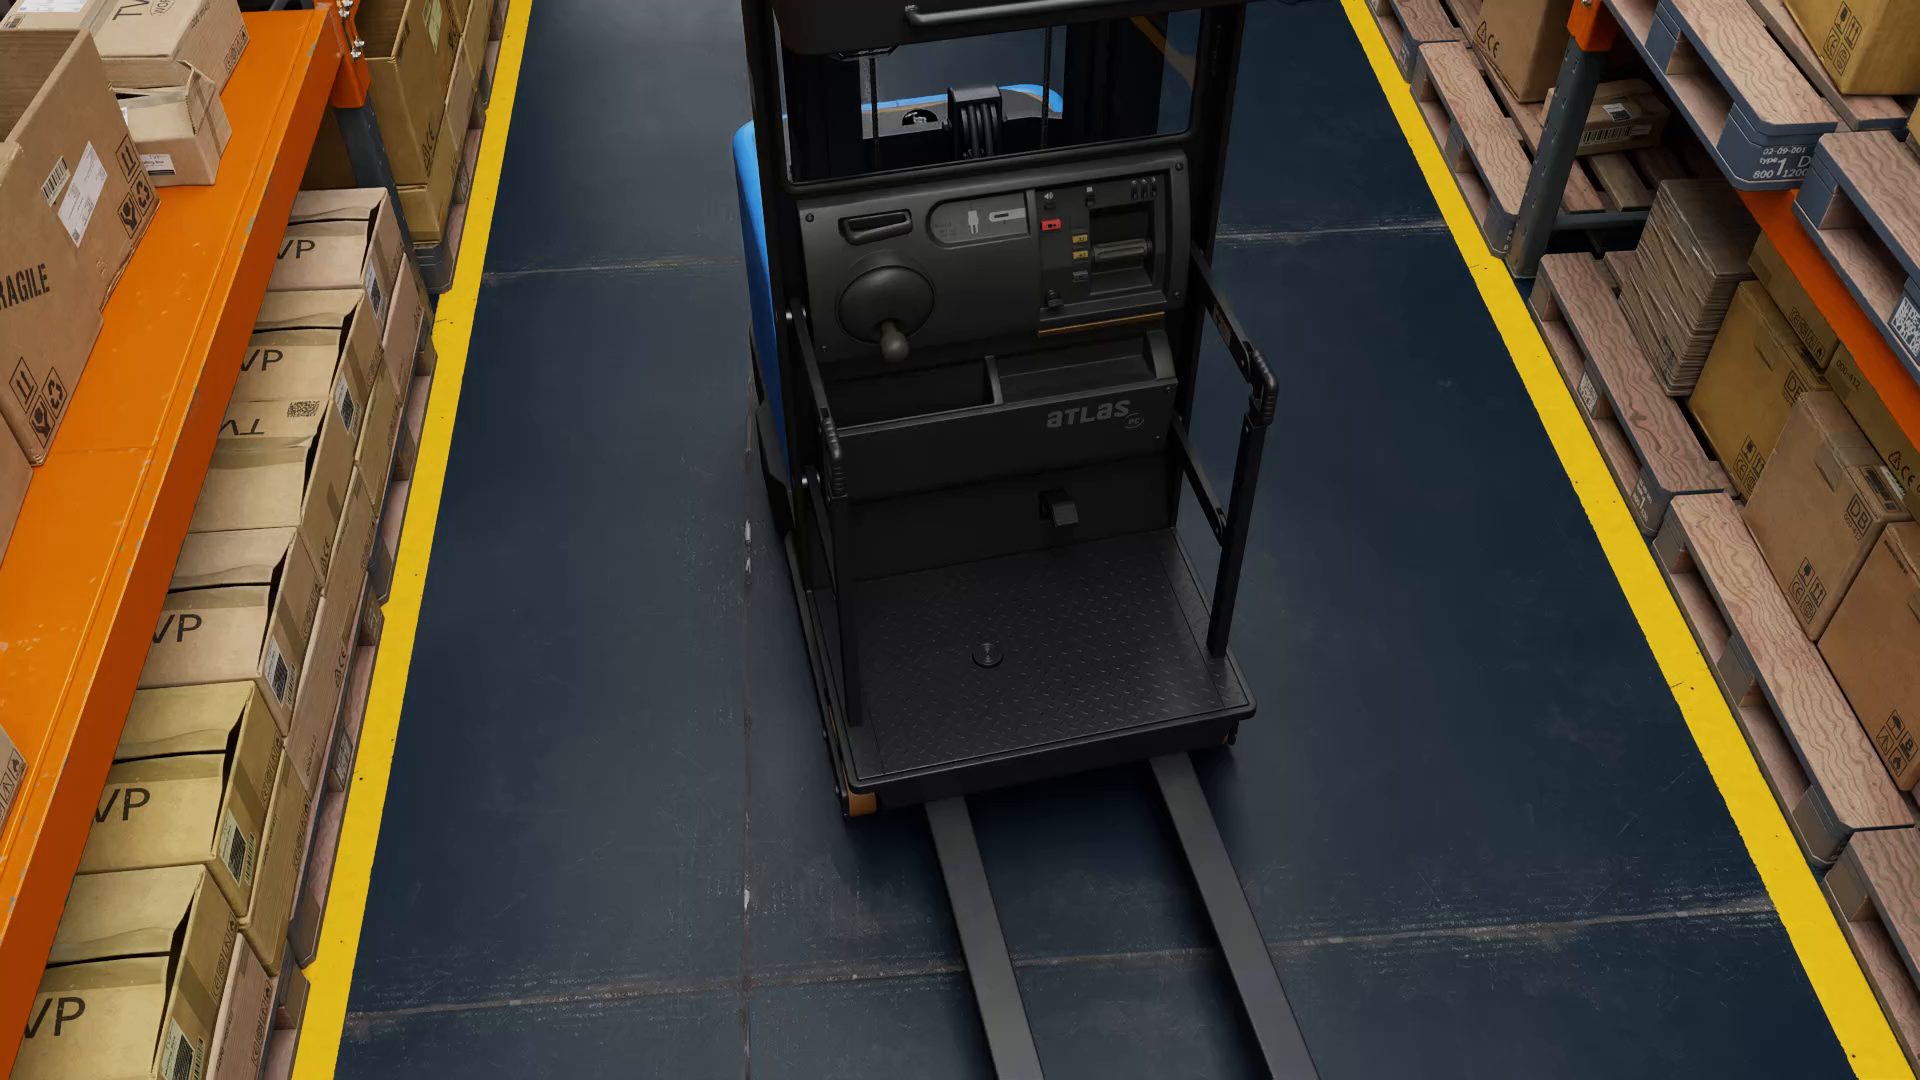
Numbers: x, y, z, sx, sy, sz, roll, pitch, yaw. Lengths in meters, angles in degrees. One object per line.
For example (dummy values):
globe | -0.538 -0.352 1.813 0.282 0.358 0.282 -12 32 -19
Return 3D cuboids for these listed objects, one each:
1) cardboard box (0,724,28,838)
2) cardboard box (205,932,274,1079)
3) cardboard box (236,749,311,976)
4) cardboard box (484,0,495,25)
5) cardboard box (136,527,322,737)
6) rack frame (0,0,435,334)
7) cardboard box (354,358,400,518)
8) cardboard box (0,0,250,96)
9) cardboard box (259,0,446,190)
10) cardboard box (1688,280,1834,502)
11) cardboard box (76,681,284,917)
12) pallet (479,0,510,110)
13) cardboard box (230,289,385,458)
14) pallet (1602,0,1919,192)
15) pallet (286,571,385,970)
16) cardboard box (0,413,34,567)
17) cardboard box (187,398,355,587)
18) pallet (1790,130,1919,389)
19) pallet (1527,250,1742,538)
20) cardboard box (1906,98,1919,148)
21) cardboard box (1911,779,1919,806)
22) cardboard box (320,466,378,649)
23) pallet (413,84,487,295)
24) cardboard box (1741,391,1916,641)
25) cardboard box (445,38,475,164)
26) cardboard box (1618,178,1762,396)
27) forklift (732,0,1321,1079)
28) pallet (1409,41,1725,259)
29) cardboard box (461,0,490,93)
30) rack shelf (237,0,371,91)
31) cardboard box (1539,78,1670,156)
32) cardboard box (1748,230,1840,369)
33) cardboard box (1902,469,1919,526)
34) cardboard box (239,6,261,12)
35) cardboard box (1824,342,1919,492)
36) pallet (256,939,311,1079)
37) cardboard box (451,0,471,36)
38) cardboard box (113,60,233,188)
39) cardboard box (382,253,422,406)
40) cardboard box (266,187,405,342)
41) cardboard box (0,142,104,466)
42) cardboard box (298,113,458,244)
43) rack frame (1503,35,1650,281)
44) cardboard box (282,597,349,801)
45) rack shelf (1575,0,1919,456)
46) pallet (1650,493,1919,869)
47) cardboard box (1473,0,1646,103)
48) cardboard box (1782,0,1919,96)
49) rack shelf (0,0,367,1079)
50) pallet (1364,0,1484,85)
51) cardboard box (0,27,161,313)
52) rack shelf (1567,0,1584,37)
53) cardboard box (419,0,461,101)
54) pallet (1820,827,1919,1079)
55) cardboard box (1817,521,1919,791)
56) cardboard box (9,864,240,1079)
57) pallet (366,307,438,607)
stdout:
cardboard box | -1.939 0.504 2.768 0.500 0.311 0.500 -4 47 -4
cardboard box | -1.851 1.173 3.678 0.500 0.250 0.500 -5 47 -4
cardboard box | -1.901 0.797 4.033 0.500 0.250 0.500 -5 47 -4
cardboard box | -2.250 -2.400 7.062 0.500 0.250 0.500 -3 47 -3
cardboard box | -1.945 0.223 4.191 0.500 0.311 0.500 -4 47 -4
rack frame | -2.392 -1.762 4.852 1.000 3.000 0.127 -3 47 -3
cardboard box | -2.028 -0.312 5.084 0.500 0.250 0.500 -4 47 -4
cardboard box | -2.307 -1.356 4.572 0.500 0.250 0.500 -1 47 -1
cardboard box | -2.119 -1.573 5.762 0.500 0.500 0.500 -3 47 -3
cardboard box | 2.716 -0.455 5.033 0.700 0.500 0.500 -4 47 -4
cardboard box | -1.901 0.595 3.839 0.500 0.311 0.500 -5 47 -4
pallet | -2.522 -2.265 7.250 1.003 0.211 1.213 -3 47 -3
cardboard box | -2.022 -0.502 4.877 0.500 0.311 0.500 -2 47 -2
pallet | 2.463 -1.438 4.678 1.003 0.211 1.213 -3 47 -3
pallet | -2.186 0.613 4.524 1.003 0.211 1.213 -3 47 -3
cardboard box | -2.214 -0.115 3.224 0.500 0.500 0.500 -6 47 -5
cardboard box | -1.983 -0.140 4.535 0.500 0.311 0.500 -4 47 -3
pallet | 2.672 -0.535 3.823 1.003 0.211 1.213 -3 47 -3
pallet | 2.611 -0.543 5.619 1.003 0.211 1.213 -3 47 -3
cardboard box | 2.679 -1.001 3.761 0.700 0.500 0.500 2 47 2
cardboard box | 2.839 0.639 3.997 0.700 0.500 0.500 -4 47 -3
cardboard box | -1.984 0.058 4.734 0.500 0.250 0.500 -3 47 -2
pallet | -2.417 -1.381 6.412 1.003 0.211 1.213 -3 47 -3
cardboard box | 2.718 -0.083 4.681 0.700 0.500 0.500 -3 47 -3
cardboard box | -2.165 -1.676 6.376 0.500 0.250 0.500 -3 47 -3
cardboard box | 2.622 -0.826 5.385 0.700 0.500 0.500 -2 47 -2
forklift | 0.144 -0.567 3.768 1.130 2.935 3.031 -10 47 -9
pallet | 2.453 -1.590 6.611 1.003 0.211 1.213 -3 47 -3
cardboard box | -2.202 -2.039 6.719 0.500 0.250 0.500 -3 47 -3
rack shelf | -2.559 -2.961 6.484 1.077 0.370 4.000 -3 47 -3
cardboard box | 2.469 -1.628 6.374 0.380 0.166 0.250 -9 47 -8
cardboard box | 2.663 -0.765 4.811 0.500 0.250 0.500 -4 47 -4
cardboard box | 2.733 -0.027 4.111 0.500 0.250 0.500 -4 47 -3
cardboard box | -2.679 -1.903 6.074 0.500 0.500 0.500 -3 47 -3
cardboard box | 2.710 -0.389 4.454 0.500 0.250 0.500 -5 47 -4
pallet | -2.087 1.493 3.690 1.003 0.211 1.213 -3 47 -3
cardboard box | -2.203 -2.296 6.447 0.500 0.500 0.500 -3 47 -3
cardboard box | -2.135 -1.090 4.309 0.396 0.266 0.258 -5 47 -4
cardboard box | -2.068 -0.678 5.431 0.500 0.250 0.500 -4 47 -4
cardboard box | -2.072 -0.878 5.234 0.500 0.311 0.500 -3 47 -3
cardboard box | -2.258 -0.496 3.585 0.500 0.500 0.500 -3 47 -3
cardboard box | -2.129 -1.314 6.033 0.500 0.250 0.500 -3 47 -3
rack frame | 2.544 -2.065 5.140 1.000 3.000 0.127 -3 47 -3
cardboard box | -1.943 0.426 4.385 0.500 0.250 0.500 -3 47 -2
rack shelf | 2.712 -0.371 4.031 1.077 0.370 4.000 -3 47 -3
pallet | 2.716 0.341 4.781 1.003 0.211 1.213 -3 47 -3
cardboard box | 2.417 -2.106 6.597 0.500 0.500 0.500 -7 47 -6
cardboard box | 2.592 -1.476 4.210 0.700 0.500 0.500 1 47 1
rack shelf | -2.224 -0.067 3.743 1.077 0.370 4.000 -3 47 -3
pallet | 2.347 -2.475 7.449 1.003 0.211 1.213 -3 47 -3
cardboard box | -2.300 -0.858 3.928 0.500 0.500 0.500 0 47 0
rack shelf | 2.377 -3.265 6.772 1.077 0.370 4.000 -3 47 -3
cardboard box | -2.168 -1.934 6.104 0.500 0.500 0.500 -3 47 -3
pallet | 2.815 1.222 3.947 1.003 0.211 1.213 -3 47 -3
cardboard box | 2.770 0.282 4.336 0.700 0.500 0.500 -4 47 -4
cardboard box | -1.861 0.964 3.489 0.500 0.311 0.500 -5 47 -4
pallet | -2.291 -0.272 5.362 1.003 0.211 1.213 -3 47 -3
